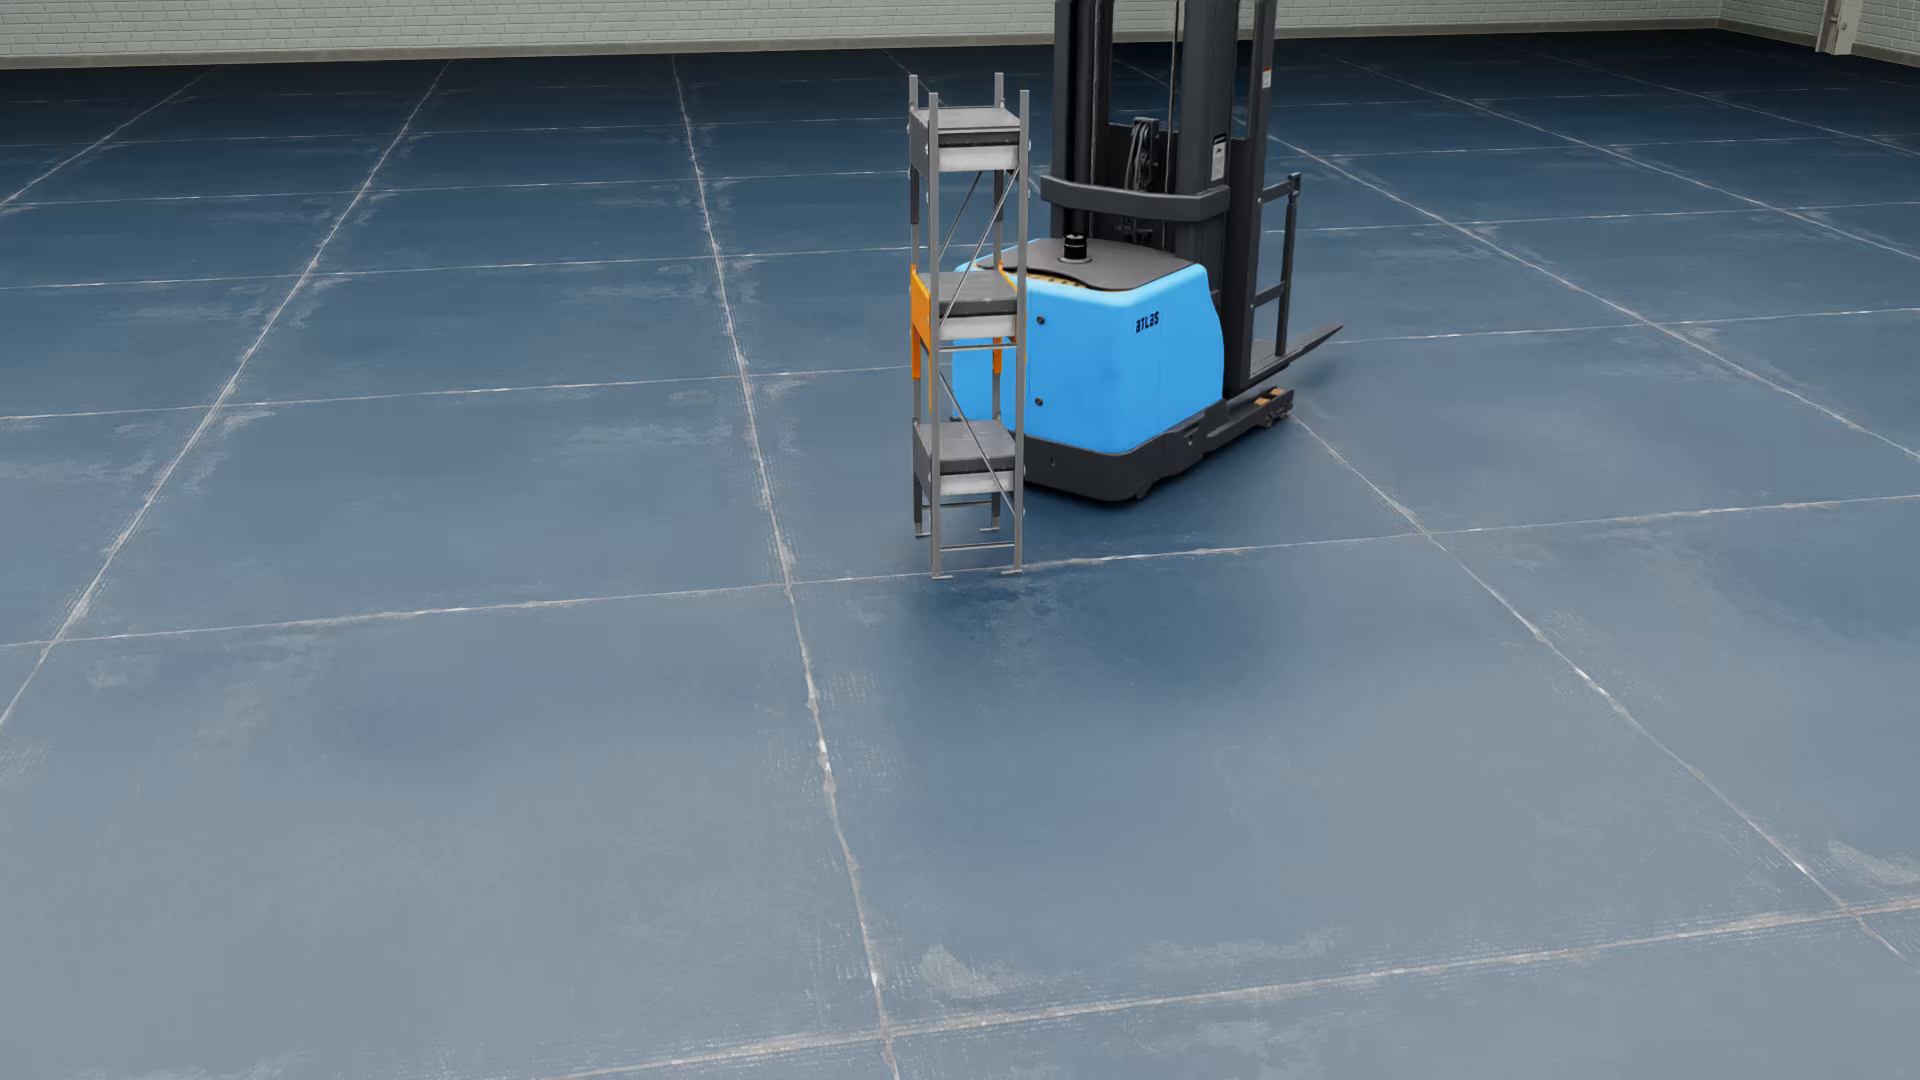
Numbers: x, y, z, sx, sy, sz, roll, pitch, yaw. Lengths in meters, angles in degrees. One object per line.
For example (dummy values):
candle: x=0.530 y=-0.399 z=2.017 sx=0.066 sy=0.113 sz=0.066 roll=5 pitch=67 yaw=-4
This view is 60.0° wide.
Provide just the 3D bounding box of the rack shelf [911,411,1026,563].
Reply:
rack shelf: x=0.031 y=-0.243 z=7.466 sx=0.431 sy=0.518 sz=0.480 roll=-4 pitch=24 yaw=-10

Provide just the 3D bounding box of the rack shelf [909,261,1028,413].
rack shelf: x=0.031 y=-0.885 z=7.186 sx=0.431 sy=0.518 sz=0.480 roll=-4 pitch=24 yaw=-10

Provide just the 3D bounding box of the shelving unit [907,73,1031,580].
shelving unit: x=0.031 y=-0.897 z=7.181 sx=0.431 sy=2.100 sz=0.503 roll=-4 pitch=24 yaw=-10

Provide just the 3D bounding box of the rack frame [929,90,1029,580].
rack frame: x=0.076 y=-0.801 z=6.961 sx=0.400 sy=2.100 sz=0.015 roll=-4 pitch=24 yaw=-10

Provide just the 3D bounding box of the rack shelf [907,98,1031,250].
rack shelf: x=0.031 y=-1.526 z=6.906 sx=0.431 sy=0.518 sz=0.480 roll=-4 pitch=24 yaw=-10

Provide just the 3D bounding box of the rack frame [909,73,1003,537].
rack frame: x=-0.015 y=-0.993 z=7.400 sx=0.400 sy=2.100 sz=0.015 roll=-4 pitch=24 yaw=-10

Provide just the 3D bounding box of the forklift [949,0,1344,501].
forklift: x=1.212 y=-2.061 z=8.806 sx=1.130 sy=2.935 sz=3.031 roll=16 pitch=28 yaw=32

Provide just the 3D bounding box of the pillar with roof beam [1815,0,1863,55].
pillar with roof beam: x=8.145 y=-10.710 z=21.029 sx=9.100 sy=9.000 sz=0.400 roll=-4 pitch=24 yaw=-10
